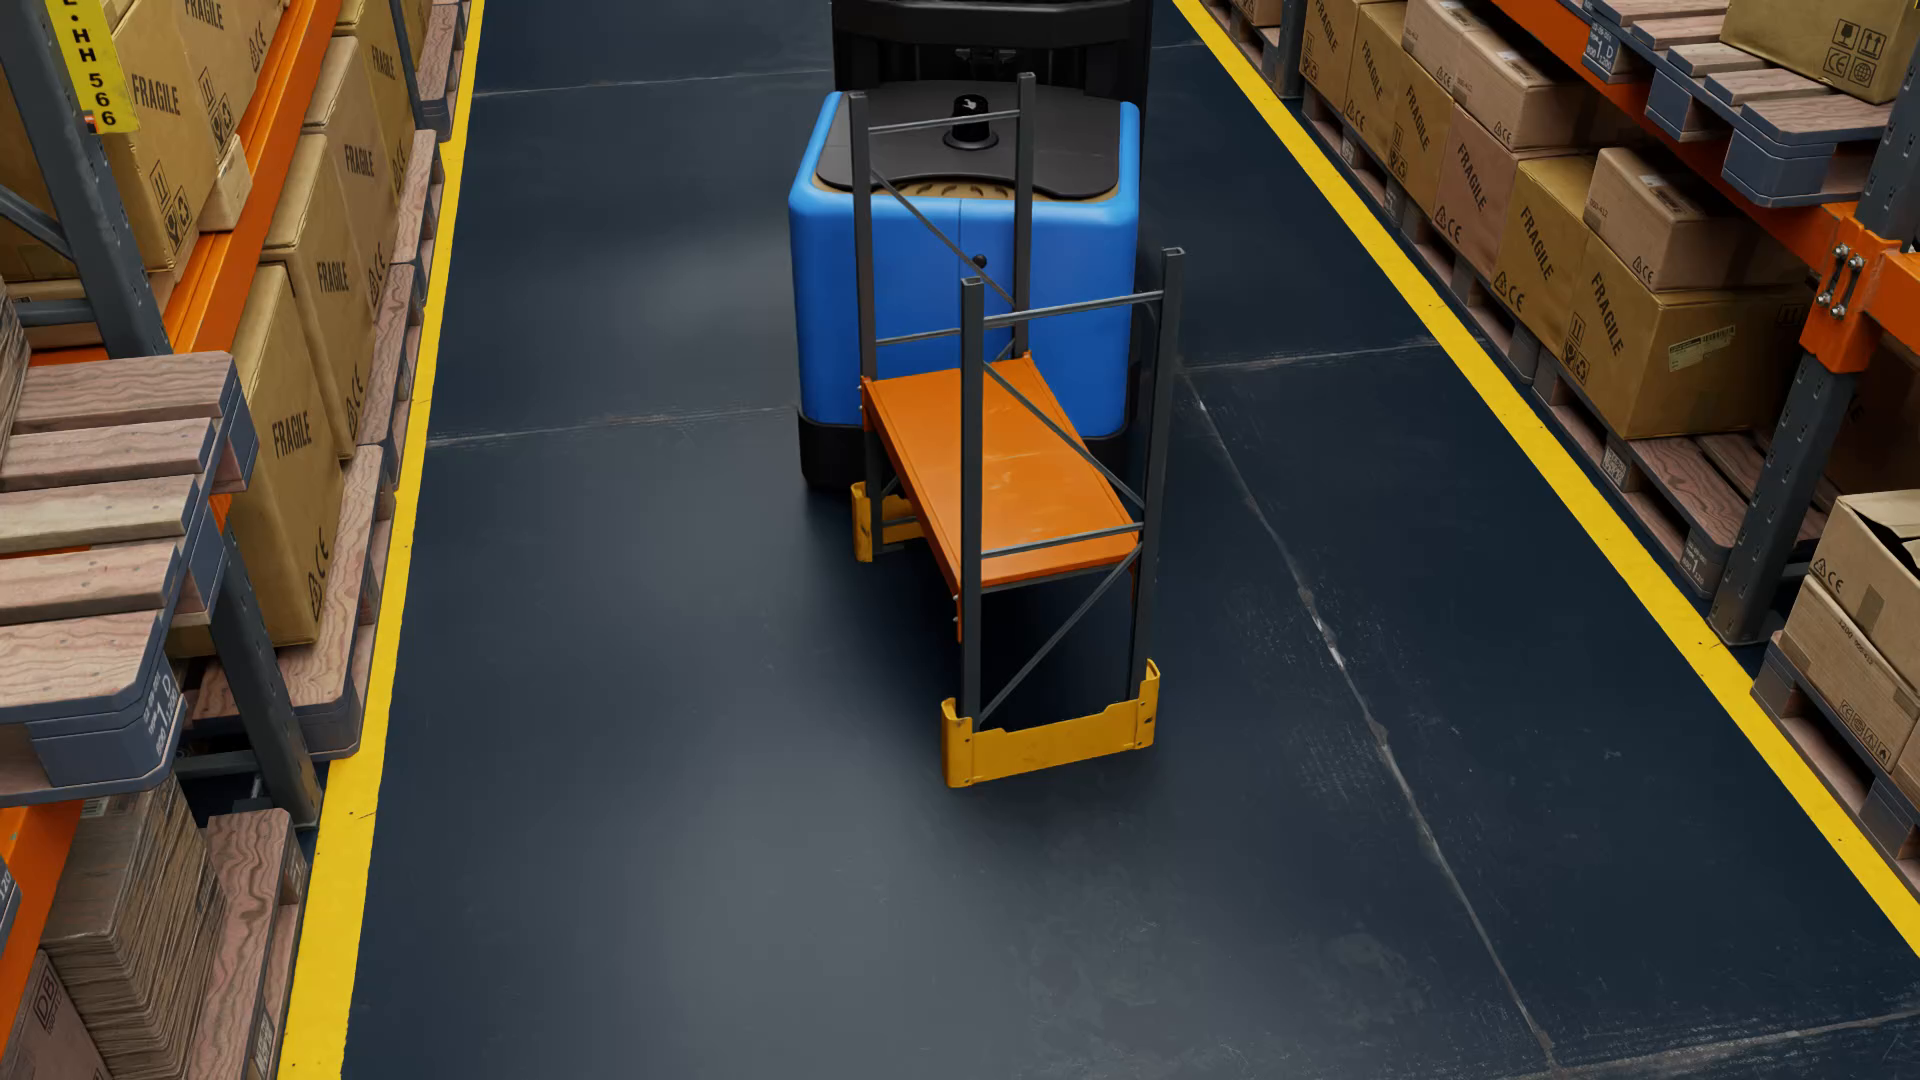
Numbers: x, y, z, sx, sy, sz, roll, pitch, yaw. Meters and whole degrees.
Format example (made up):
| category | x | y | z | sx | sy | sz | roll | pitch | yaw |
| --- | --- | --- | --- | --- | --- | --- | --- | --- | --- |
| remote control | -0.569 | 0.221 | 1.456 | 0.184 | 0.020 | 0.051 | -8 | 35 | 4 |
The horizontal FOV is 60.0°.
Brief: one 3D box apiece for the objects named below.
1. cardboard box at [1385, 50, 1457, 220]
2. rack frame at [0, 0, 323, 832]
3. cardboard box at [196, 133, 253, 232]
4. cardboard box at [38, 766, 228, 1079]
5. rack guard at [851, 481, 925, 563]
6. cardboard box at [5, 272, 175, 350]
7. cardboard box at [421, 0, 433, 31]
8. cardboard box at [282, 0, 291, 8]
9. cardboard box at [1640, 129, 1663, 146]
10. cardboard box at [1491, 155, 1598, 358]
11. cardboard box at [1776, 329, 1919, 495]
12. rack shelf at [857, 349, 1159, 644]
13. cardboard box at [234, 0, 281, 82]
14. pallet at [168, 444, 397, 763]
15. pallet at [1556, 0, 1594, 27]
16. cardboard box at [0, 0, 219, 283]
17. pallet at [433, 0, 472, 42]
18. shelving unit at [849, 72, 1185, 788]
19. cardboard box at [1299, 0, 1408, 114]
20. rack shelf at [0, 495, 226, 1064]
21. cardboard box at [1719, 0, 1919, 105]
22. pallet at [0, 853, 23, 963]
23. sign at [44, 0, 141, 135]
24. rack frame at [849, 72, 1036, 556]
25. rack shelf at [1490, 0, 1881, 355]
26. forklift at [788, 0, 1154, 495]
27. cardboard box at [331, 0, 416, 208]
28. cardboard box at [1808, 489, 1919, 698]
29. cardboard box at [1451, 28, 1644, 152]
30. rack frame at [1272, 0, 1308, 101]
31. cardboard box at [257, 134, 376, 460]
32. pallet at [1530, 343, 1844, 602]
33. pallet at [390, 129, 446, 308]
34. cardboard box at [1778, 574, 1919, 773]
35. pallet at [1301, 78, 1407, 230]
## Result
| category | x | y | z | sx | sy | sz | roll | pitch | yaw |
| --- | --- | --- | --- | --- | --- | --- | --- | --- | --- |
| cardboard box | 2.044 | -1.619 | 6.567 | 0.500 | 0.500 | 0.500 | -6 | 38 | -7 |
| rack frame | -2.161 | -0.423 | 3.349 | 1.000 | 3.000 | 0.127 | -6 | 38 | -8 |
| cardboard box | -1.990 | -0.878 | 4.124 | 0.380 | 0.149 | 0.250 | -5 | 38 | -7 |
| cardboard box | -1.984 | 0.820 | 3.429 | 0.700 | 0.500 | 0.500 | -6 | 38 | -7 |
| rack guard | -0.043 | -0.099 | 5.174 | 0.587 | 0.250 | 0.087 | -10 | 39 | -13 |
| cardboard box | -1.991 | -0.555 | 3.708 | 0.380 | 0.149 | 0.250 | -7 | 38 | -9 |
| cardboard box | -2.977 | -2.784 | 8.084 | 0.700 | 0.500 | 0.500 | -7 | 38 | -8 |
| cardboard box | -2.345 | -1.802 | 5.313 | 0.380 | 0.149 | 0.250 | -7 | 38 | -9 |
| cardboard box | 2.640 | -1.384 | 6.265 | 0.500 | 0.500 | 0.500 | -7 | 38 | -9 |
| cardboard box | 2.230 | -0.997 | 5.767 | 0.500 | 0.500 | 0.500 | -8 | 38 | -10 |
| cardboard box | 2.917 | -0.450 | 5.063 | 0.500 | 0.500 | 0.500 | -5 | 38 | -6 |
| rack shelf | 0.101 | -0.152 | 4.517 | 0.538 | 0.185 | 1.000 | -10 | 39 | -13 |
| cardboard box | -2.163 | -1.526 | 4.429 | 0.500 | 0.500 | 0.500 | -6 | 38 | -8 |
| pallet | -2.225 | 0.194 | 4.828 | 1.003 | 0.211 | 1.213 | -6 | 38 | -8 |
| pallet | 2.370 | -2.056 | 5.608 | 1.003 | 0.211 | 1.213 | -6 | 38 | -8 |
| cardboard box | -1.994 | -0.909 | 3.634 | 0.500 | 0.500 | 0.500 | -5 | 38 | -7 |
| pallet | -3.136 | -2.944 | 8.867 | 1.003 | 0.211 | 1.213 | -6 | 38 | -8 |
| shelving unit | 0.098 | -0.300 | 4.413 | 0.587 | 1.500 | 1.083 | -10 | 39 | -13 |
| cardboard box | 1.859 | -2.242 | 7.370 | 0.500 | 0.500 | 0.500 | -8 | 39 | -10 |
| rack shelf | -1.810 | 1.069 | 2.015 | 1.077 | 0.370 | 4.000 | -6 | 38 | -8 |
| cardboard box | 2.494 | -1.532 | 4.353 | 0.700 | 0.500 | 0.500 | -19 | 42 | -23 |
| pallet | -1.774 | 0.844 | 1.875 | 1.003 | 0.211 | 1.213 | -6 | 38 | -8 |
| sign | -1.629 | -0.913 | 3.101 | 0.100 | 0.325 | 0.005 | -6 | 38 | -8 |
| rack frame | -0.044 | -0.593 | 4.791 | 0.500 | 1.500 | 0.032 | -10 | 39 | -13 |
| rack shelf | 2.365 | -1.882 | 5.814 | 1.077 | 0.370 | 4.000 | -6 | 38 | -8 |
| forklift | 0.130 | -2.171 | 5.656 | 1.130 | 2.935 | 3.031 | 3 | 38 | 4 |
| cardboard box | -2.620 | -1.777 | 6.503 | 0.750 | 0.750 | 0.750 | -6 | 38 | -7 |
| cardboard box | 2.518 | 0.088 | 4.133 | 0.500 | 0.311 | 0.500 | -5 | 38 | -6 |
| cardboard box | 2.123 | -1.631 | 5.973 | 0.500 | 0.250 | 0.500 | -7 | 38 | -9 |
| rack frame | 2.014 | -3.374 | 7.148 | 1.000 | 3.000 | 0.127 | -6 | 38 | -8 |
| cardboard box | -2.308 | -0.728 | 5.152 | 0.750 | 0.750 | 0.750 | -6 | 38 | -8 |
| pallet | 2.622 | -0.312 | 5.479 | 1.003 | 0.211 | 1.213 | -6 | 38 | -8 |
| pallet | -2.653 | -1.280 | 6.725 | 1.003 | 0.211 | 1.213 | -6 | 38 | -8 |
| cardboard box | 2.518 | 0.310 | 4.305 | 0.500 | 0.250 | 0.500 | -6 | 38 | -8 |
| pallet | 2.194 | -1.786 | 7.376 | 1.003 | 0.211 | 1.213 | -6 | 38 | -8 |
